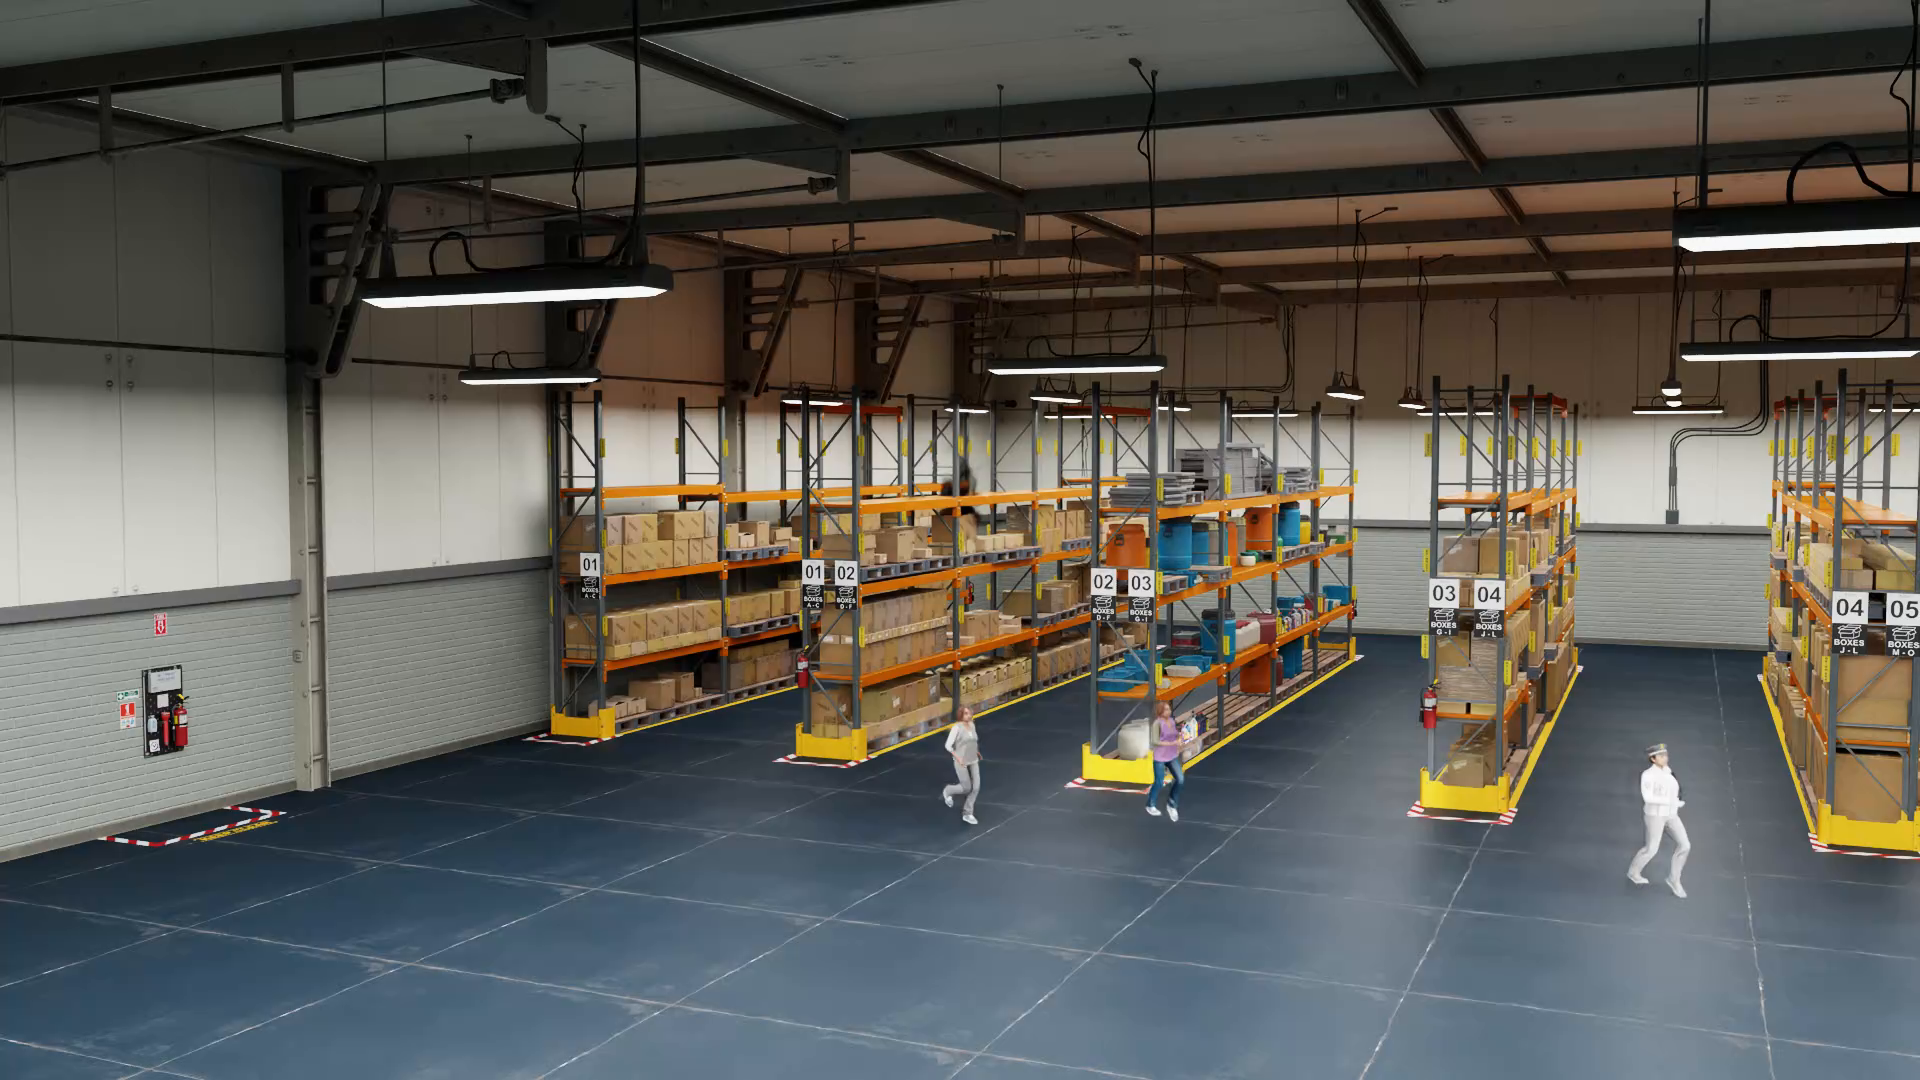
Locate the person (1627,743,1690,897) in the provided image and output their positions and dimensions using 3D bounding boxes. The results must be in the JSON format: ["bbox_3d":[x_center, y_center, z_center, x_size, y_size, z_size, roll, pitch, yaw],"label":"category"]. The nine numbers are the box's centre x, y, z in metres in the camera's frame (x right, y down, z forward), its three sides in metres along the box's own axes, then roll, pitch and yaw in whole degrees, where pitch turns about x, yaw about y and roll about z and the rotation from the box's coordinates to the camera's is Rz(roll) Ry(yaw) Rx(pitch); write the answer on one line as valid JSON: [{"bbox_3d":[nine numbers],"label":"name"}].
[{"bbox_3d":[7.911,3.140,18.784,0.618,1.728,0.733,-2,4,-26],"label":"person"}]

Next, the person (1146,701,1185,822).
[{"bbox_3d":[2.764,2.969,22.317,0.507,1.621,0.682,-2,4,-32],"label":"person"}]

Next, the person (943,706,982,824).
[{"bbox_3d":[0.044,3.001,22.365,0.545,1.564,0.623,-3,4,-39],"label":"person"}]
